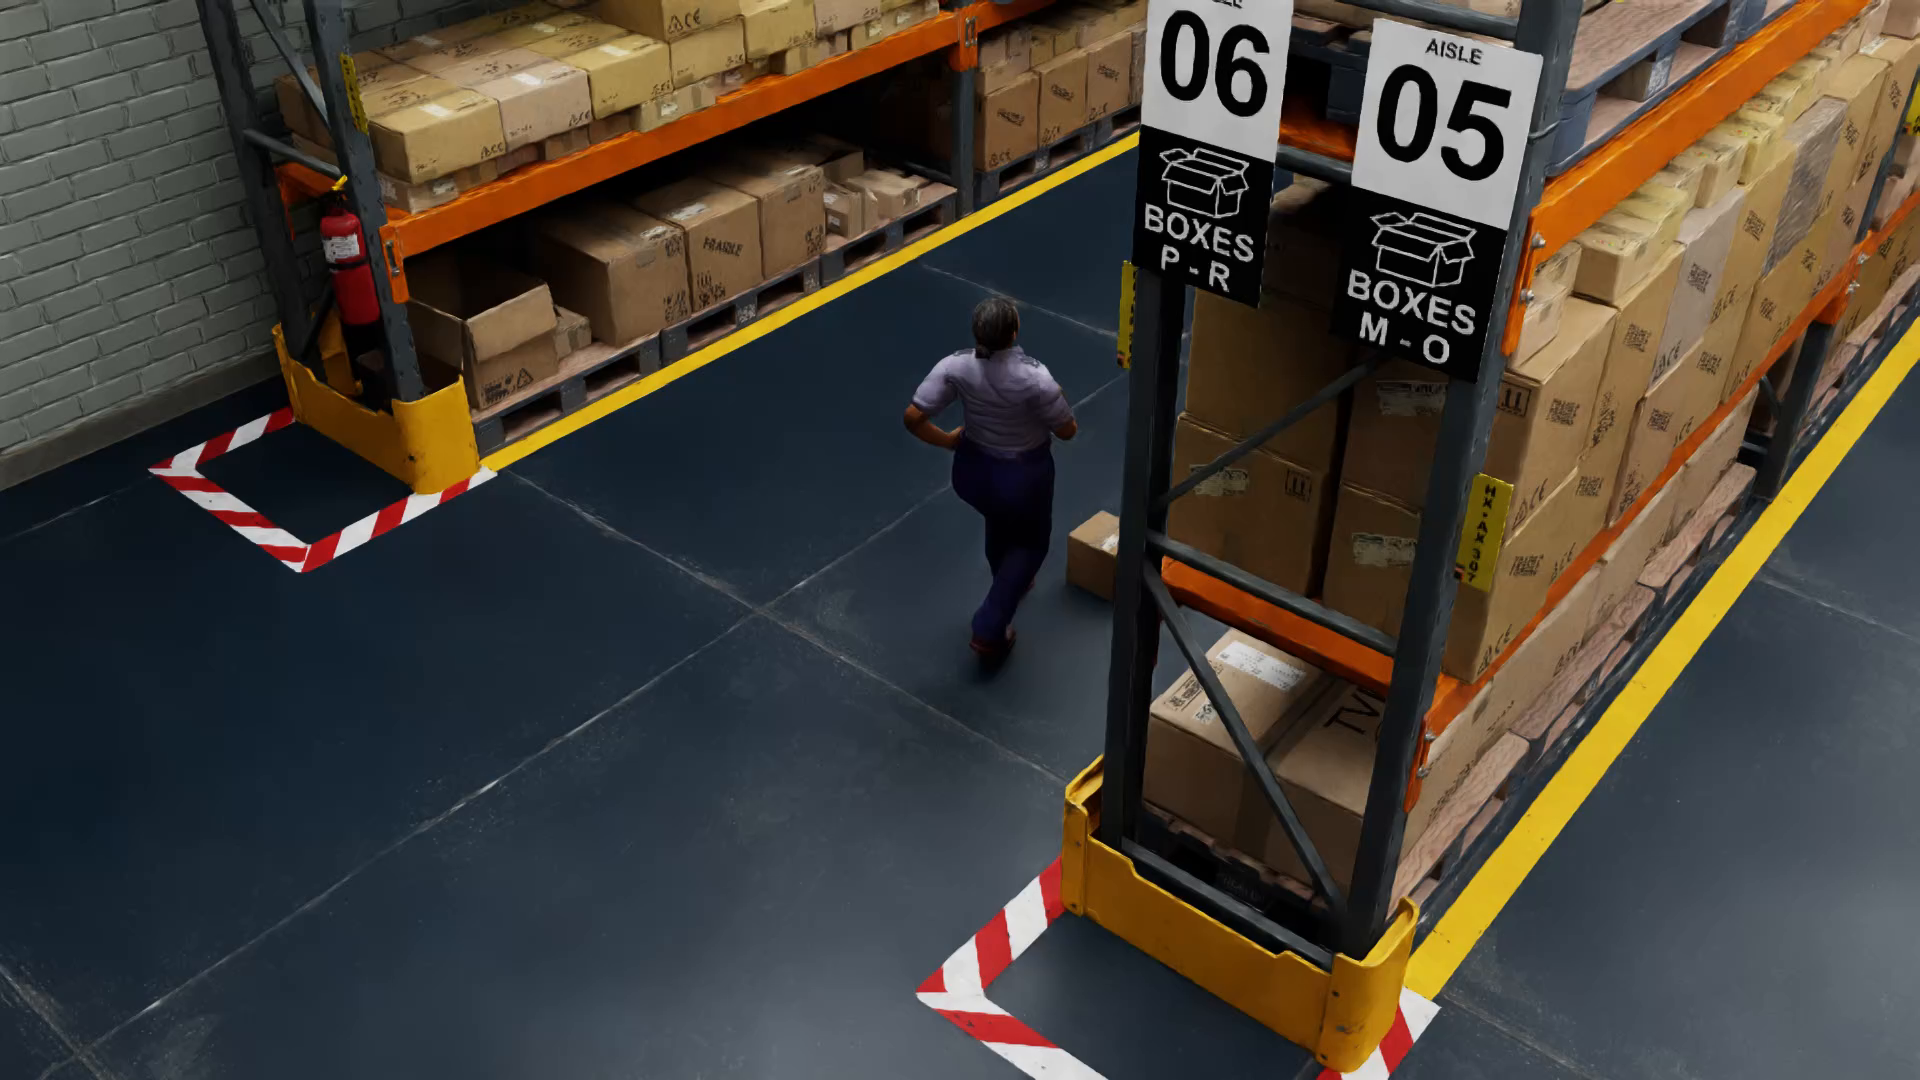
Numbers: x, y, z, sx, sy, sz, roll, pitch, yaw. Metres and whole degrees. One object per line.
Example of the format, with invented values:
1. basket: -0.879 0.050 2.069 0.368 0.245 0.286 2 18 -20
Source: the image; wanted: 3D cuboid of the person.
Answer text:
1. person: 0.216 -0.273 6.573 0.579 1.621 0.785 19 39 25
